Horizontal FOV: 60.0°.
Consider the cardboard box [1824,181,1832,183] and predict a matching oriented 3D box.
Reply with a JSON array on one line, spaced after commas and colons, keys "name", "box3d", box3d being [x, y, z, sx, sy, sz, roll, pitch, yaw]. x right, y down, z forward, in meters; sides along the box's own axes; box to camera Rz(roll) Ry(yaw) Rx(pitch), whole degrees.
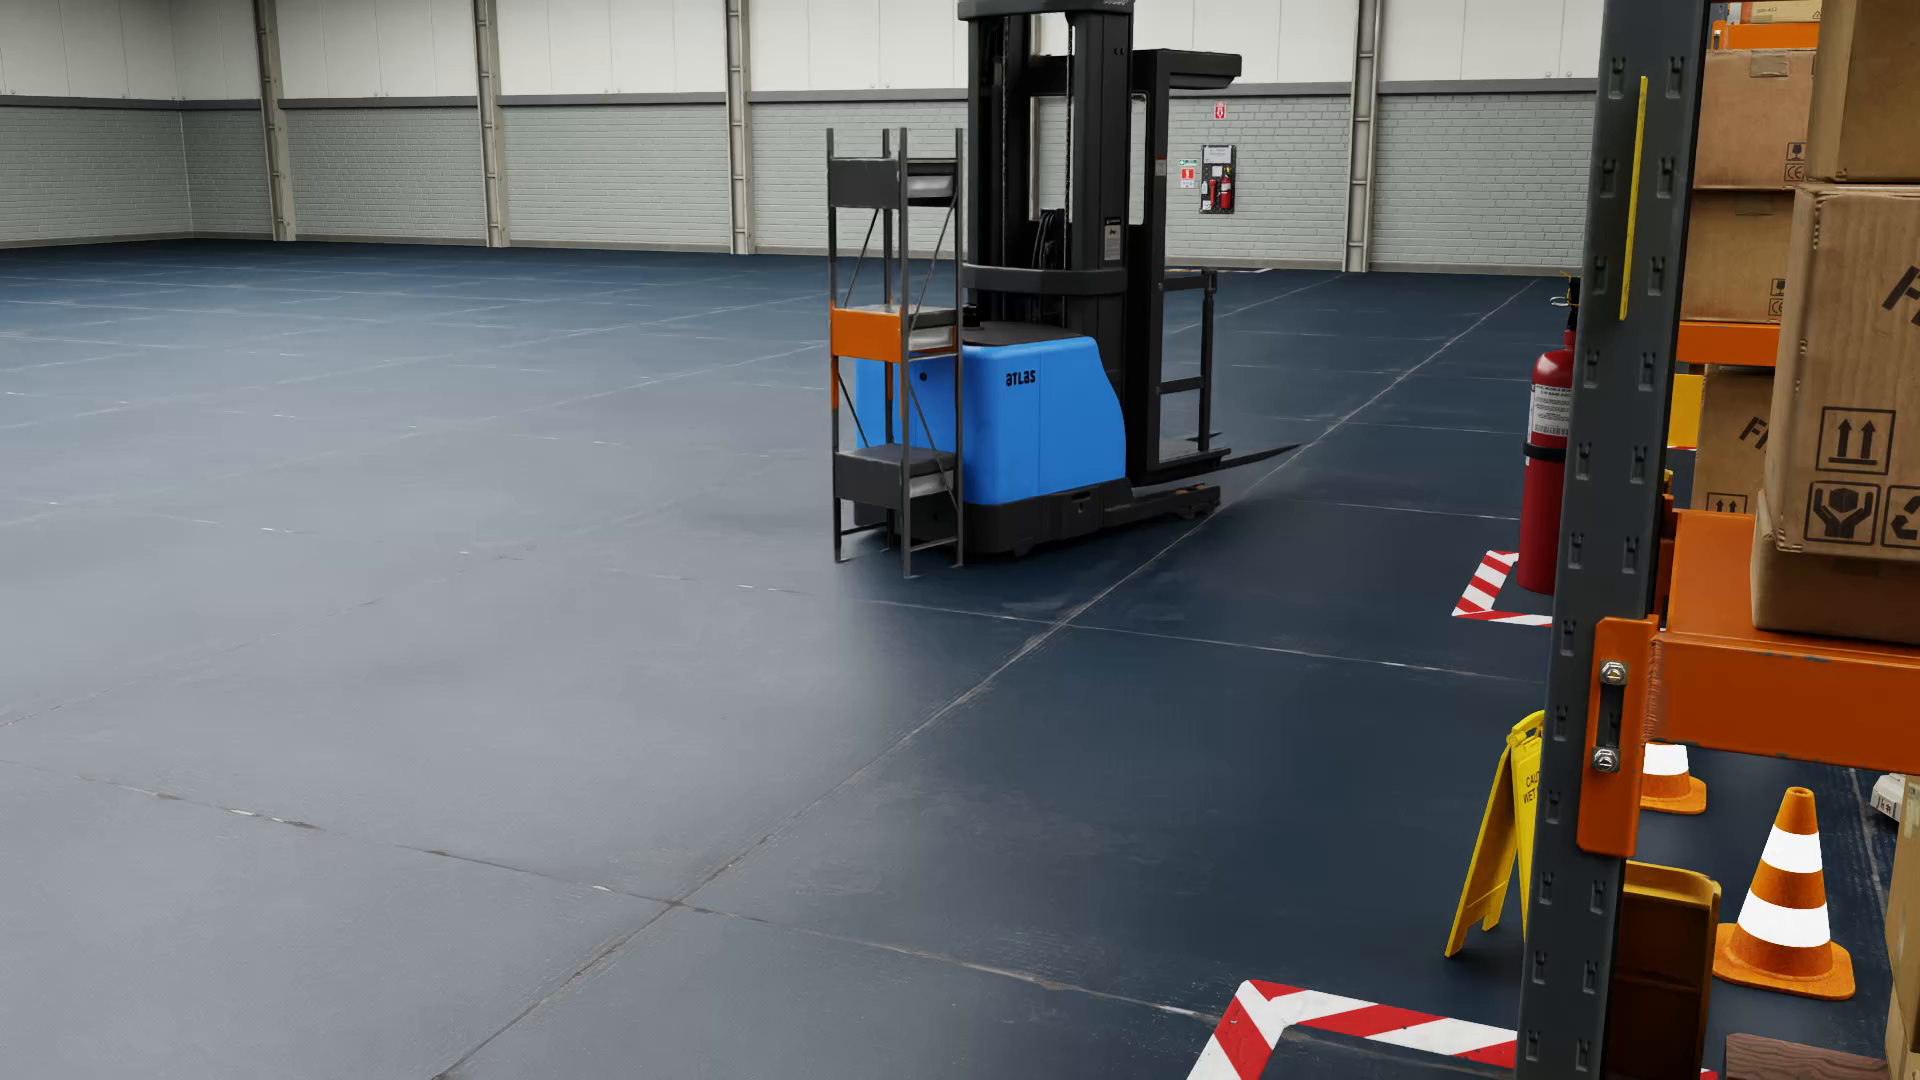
[{"name": "cardboard box", "box3d": [1.758, -0.363, 2.865, 0.500, 0.500, 0.500, 6, 14, 22]}]

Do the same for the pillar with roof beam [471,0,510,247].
[{"name": "pillar with roof beam", "box3d": [-11.513, -9.694, 30.368, 0.400, 9.000, 9.100, 6, 14, 23]}]

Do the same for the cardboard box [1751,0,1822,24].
[{"name": "cardboard box", "box3d": [5.500, -3.521, 10.955, 0.500, 0.250, 0.500, 6, 15, 25]}]

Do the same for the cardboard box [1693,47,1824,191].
[{"name": "cardboard box", "box3d": [3.387, -1.762, 7.004, 0.550, 0.550, 0.875, 6, 14, 23]}]

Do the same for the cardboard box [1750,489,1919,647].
[{"name": "cardboard box", "box3d": [1.377, 0.035, 2.590, 0.250, 0.149, 0.380, 6, 14, 23]}]

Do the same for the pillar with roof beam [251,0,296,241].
[{"name": "pillar with roof beam", "box3d": [-16.999, -10.249, 32.734, 0.400, 9.000, 9.100, 6, 14, 23]}]

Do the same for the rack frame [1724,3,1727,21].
[{"name": "rack frame", "box3d": [7.171, -6.187, 15.424, 0.127, 3.000, 1.000, 6, 14, 23]}]

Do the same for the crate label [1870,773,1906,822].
[{"name": "crate label", "box3d": [2.949, 0.798, 5.053, 0.298, 0.136, 0.250, -1, 13, -6]}]

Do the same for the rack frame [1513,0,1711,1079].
[{"name": "rack frame", "box3d": [1.151, -0.162, 2.880, 0.127, 3.000, 1.000, 6, 14, 23]}]

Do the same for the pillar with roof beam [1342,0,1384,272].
[{"name": "pillar with roof beam", "box3d": [4.944, -8.028, 23.270, 0.400, 9.000, 9.100, 6, 14, 23]}]

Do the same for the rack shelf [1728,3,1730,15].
[{"name": "rack shelf", "box3d": [13.012, -7.720, 23.536, 4.000, 0.370, 1.077, 6, 14, 23]}]

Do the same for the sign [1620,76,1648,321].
[{"name": "sign", "box3d": [0.931, -0.470, 2.298, 0.005, 0.325, 0.100, 6, 14, 23]}]

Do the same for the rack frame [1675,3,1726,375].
[{"name": "rack frame", "box3d": [5.165, -2.232, 11.701, 0.127, 3.000, 1.000, 6, 14, 23]}]

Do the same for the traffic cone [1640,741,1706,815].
[{"name": "traffic cone", "box3d": [2.205, 0.580, 5.270, 0.334, 0.463, 0.336, 6, 14, 23]}]

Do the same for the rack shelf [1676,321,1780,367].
[{"name": "rack shelf", "box3d": [4.892, -0.670, 6.619, 4.000, 0.370, 1.077, 6, 14, 23]}]

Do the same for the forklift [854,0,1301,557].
[{"name": "forklift", "box3d": [0.825, -1.612, 9.208, 1.130, 2.935, 3.031, 13, 18, 43]}]

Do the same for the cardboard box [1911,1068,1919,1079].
[{"name": "cardboard box", "box3d": [1.776, 1.104, 2.581, 0.500, 0.250, 0.500, 6, 14, 23]}]

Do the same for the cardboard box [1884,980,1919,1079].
[{"name": "cardboard box", "box3d": [2.021, 0.993, 3.057, 0.500, 0.250, 0.500, 6, 14, 23]}]

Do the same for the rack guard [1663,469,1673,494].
[{"name": "rack guard", "box3d": [3.041, 0.009, 7.621, 0.348, 0.500, 1.175, 6, 14, 23]}]

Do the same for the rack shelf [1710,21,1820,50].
[{"name": "rack shelf", "box3d": [6.993, -3.157, 10.652, 4.000, 0.370, 1.077, 6, 14, 23]}]

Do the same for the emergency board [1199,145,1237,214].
[{"name": "emergency board", "box3d": [4.444, -6.243, 28.796, 0.643, 1.169, 0.194, 6, 14, 23]}]

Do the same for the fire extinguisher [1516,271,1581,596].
[{"name": "fire extinguisher", "box3d": [1.233, -0.231, 3.344, 0.183, 0.674, 0.296, 6, 14, 23]}]

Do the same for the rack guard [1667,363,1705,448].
[{"name": "rack guard", "box3d": [5.234, -1.008, 11.956, 0.348, 0.500, 1.175, 6, 14, 23]}]

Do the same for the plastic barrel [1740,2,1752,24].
[{"name": "plastic barrel", "box3d": [7.666, -5.122, 15.591, 0.708, 0.830, 0.600, 6, 14, 23]}]

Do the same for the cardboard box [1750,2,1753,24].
[{"name": "cardboard box", "box3d": [5.708, -3.628, 11.411, 0.500, 0.250, 0.500, 6, 15, 25]}]

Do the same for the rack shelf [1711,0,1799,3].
[{"name": "rack shelf", "box3d": [4.892, -2.130, 6.276, 4.000, 0.370, 1.077, 6, 14, 23]}]

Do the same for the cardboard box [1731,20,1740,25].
[{"name": "cardboard box", "box3d": [11.437, -7.255, 24.089, 0.500, 0.500, 0.500, 5, 14, 19]}]

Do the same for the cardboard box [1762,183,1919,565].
[{"name": "cardboard box", "box3d": [1.471, -0.254, 2.401, 0.500, 0.500, 0.500, 6, 14, 22]}]

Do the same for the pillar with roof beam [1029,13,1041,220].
[{"name": "pillar with roof beam", "box3d": [-0.541, -8.583, 25.636, 0.400, 9.000, 9.100, 6, 14, 23]}]

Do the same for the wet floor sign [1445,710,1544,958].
[{"name": "wet floor sign", "box3d": [1.410, 0.743, 4.176, 0.232, 0.644, 0.267, 12, 18, 42]}]

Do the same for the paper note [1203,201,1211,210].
[{"name": "paper note", "box3d": [4.310, -5.845, 29.028, 0.142, 0.148, 0.016, 6, 14, 23]}]

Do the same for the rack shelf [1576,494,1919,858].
[{"name": "rack shelf", "box3d": [2.979, 0.373, 2.173, 4.000, 0.370, 1.077, 6, 14, 23]}]

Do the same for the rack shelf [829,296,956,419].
[{"name": "rack shelf", "box3d": [-0.307, -0.886, 7.995, 0.480, 0.518, 0.431, 12, 18, 42]}]

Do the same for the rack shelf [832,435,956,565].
[{"name": "rack shelf", "box3d": [-0.307, -0.205, 8.155, 0.480, 0.518, 0.431, 12, 18, 42]}]

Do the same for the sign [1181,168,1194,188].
[{"name": "sign", "box3d": [3.980, -6.334, 29.102, 0.234, 0.329, 0.001, 6, 14, 23]}]

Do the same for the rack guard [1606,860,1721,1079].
[{"name": "rack guard", "box3d": [1.220, 1.062, 3.135, 0.348, 0.500, 1.175, 6, 14, 23]}]

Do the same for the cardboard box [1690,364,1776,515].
[{"name": "cardboard box", "box3d": [3.710, -0.326, 7.312, 0.875, 0.875, 0.875, 6, 14, 24]}]

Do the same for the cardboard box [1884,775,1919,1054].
[{"name": "cardboard box", "box3d": [1.989, 0.627, 2.976, 0.500, 0.500, 0.500, 6, 14, 24]}]

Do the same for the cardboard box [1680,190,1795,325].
[{"name": "cardboard box", "box3d": [3.421, -1.254, 7.202, 0.550, 0.550, 0.875, 6, 14, 23]}]

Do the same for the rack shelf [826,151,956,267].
[{"name": "rack shelf", "box3d": [-0.307, -1.568, 7.835, 0.480, 0.518, 0.431, 12, 18, 42]}]

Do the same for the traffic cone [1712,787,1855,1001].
[{"name": "traffic cone", "box3d": [2.066, 0.843, 4.148, 0.334, 0.463, 0.336, 6, 14, 23]}]

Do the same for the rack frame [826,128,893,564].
[{"name": "rack frame", "box3d": [-0.484, -0.938, 8.155, 0.015, 2.100, 0.400, 12, 18, 42]}]

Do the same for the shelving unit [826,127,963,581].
[{"name": "shelving unit", "box3d": [-0.307, -0.900, 7.992, 0.503, 2.100, 0.431, 12, 18, 42]}]

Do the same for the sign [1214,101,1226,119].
[{"name": "sign", "box3d": [4.477, -7.394, 28.623, 0.199, 0.298, 0.001, 6, 14, 23]}]

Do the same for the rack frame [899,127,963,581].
[{"name": "rack frame", "box3d": [-0.129, -0.861, 7.829, 0.015, 2.100, 0.400, 12, 18, 42]}]

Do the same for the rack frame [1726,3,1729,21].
[{"name": "rack frame", "box3d": [9.180, -7.221, 19.832, 0.127, 3.000, 1.000, 6, 14, 23]}]

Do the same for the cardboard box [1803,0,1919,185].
[{"name": "cardboard box", "box3d": [1.706, -0.841, 2.713, 0.500, 0.500, 0.700, 5, 14, 22]}]

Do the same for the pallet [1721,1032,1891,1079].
[{"name": "pallet", "box3d": [1.949, 1.285, 2.816, 1.213, 0.211, 1.003, 6, 14, 23]}]

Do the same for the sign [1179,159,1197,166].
[{"name": "sign", "box3d": [3.981, -6.589, 29.032, 0.331, 0.109, 0.001, 6, 14, 23]}]

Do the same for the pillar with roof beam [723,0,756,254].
[{"name": "pillar with roof beam", "box3d": [-6.027, -9.139, 28.002, 0.400, 9.000, 9.100, 6, 14, 23]}]
